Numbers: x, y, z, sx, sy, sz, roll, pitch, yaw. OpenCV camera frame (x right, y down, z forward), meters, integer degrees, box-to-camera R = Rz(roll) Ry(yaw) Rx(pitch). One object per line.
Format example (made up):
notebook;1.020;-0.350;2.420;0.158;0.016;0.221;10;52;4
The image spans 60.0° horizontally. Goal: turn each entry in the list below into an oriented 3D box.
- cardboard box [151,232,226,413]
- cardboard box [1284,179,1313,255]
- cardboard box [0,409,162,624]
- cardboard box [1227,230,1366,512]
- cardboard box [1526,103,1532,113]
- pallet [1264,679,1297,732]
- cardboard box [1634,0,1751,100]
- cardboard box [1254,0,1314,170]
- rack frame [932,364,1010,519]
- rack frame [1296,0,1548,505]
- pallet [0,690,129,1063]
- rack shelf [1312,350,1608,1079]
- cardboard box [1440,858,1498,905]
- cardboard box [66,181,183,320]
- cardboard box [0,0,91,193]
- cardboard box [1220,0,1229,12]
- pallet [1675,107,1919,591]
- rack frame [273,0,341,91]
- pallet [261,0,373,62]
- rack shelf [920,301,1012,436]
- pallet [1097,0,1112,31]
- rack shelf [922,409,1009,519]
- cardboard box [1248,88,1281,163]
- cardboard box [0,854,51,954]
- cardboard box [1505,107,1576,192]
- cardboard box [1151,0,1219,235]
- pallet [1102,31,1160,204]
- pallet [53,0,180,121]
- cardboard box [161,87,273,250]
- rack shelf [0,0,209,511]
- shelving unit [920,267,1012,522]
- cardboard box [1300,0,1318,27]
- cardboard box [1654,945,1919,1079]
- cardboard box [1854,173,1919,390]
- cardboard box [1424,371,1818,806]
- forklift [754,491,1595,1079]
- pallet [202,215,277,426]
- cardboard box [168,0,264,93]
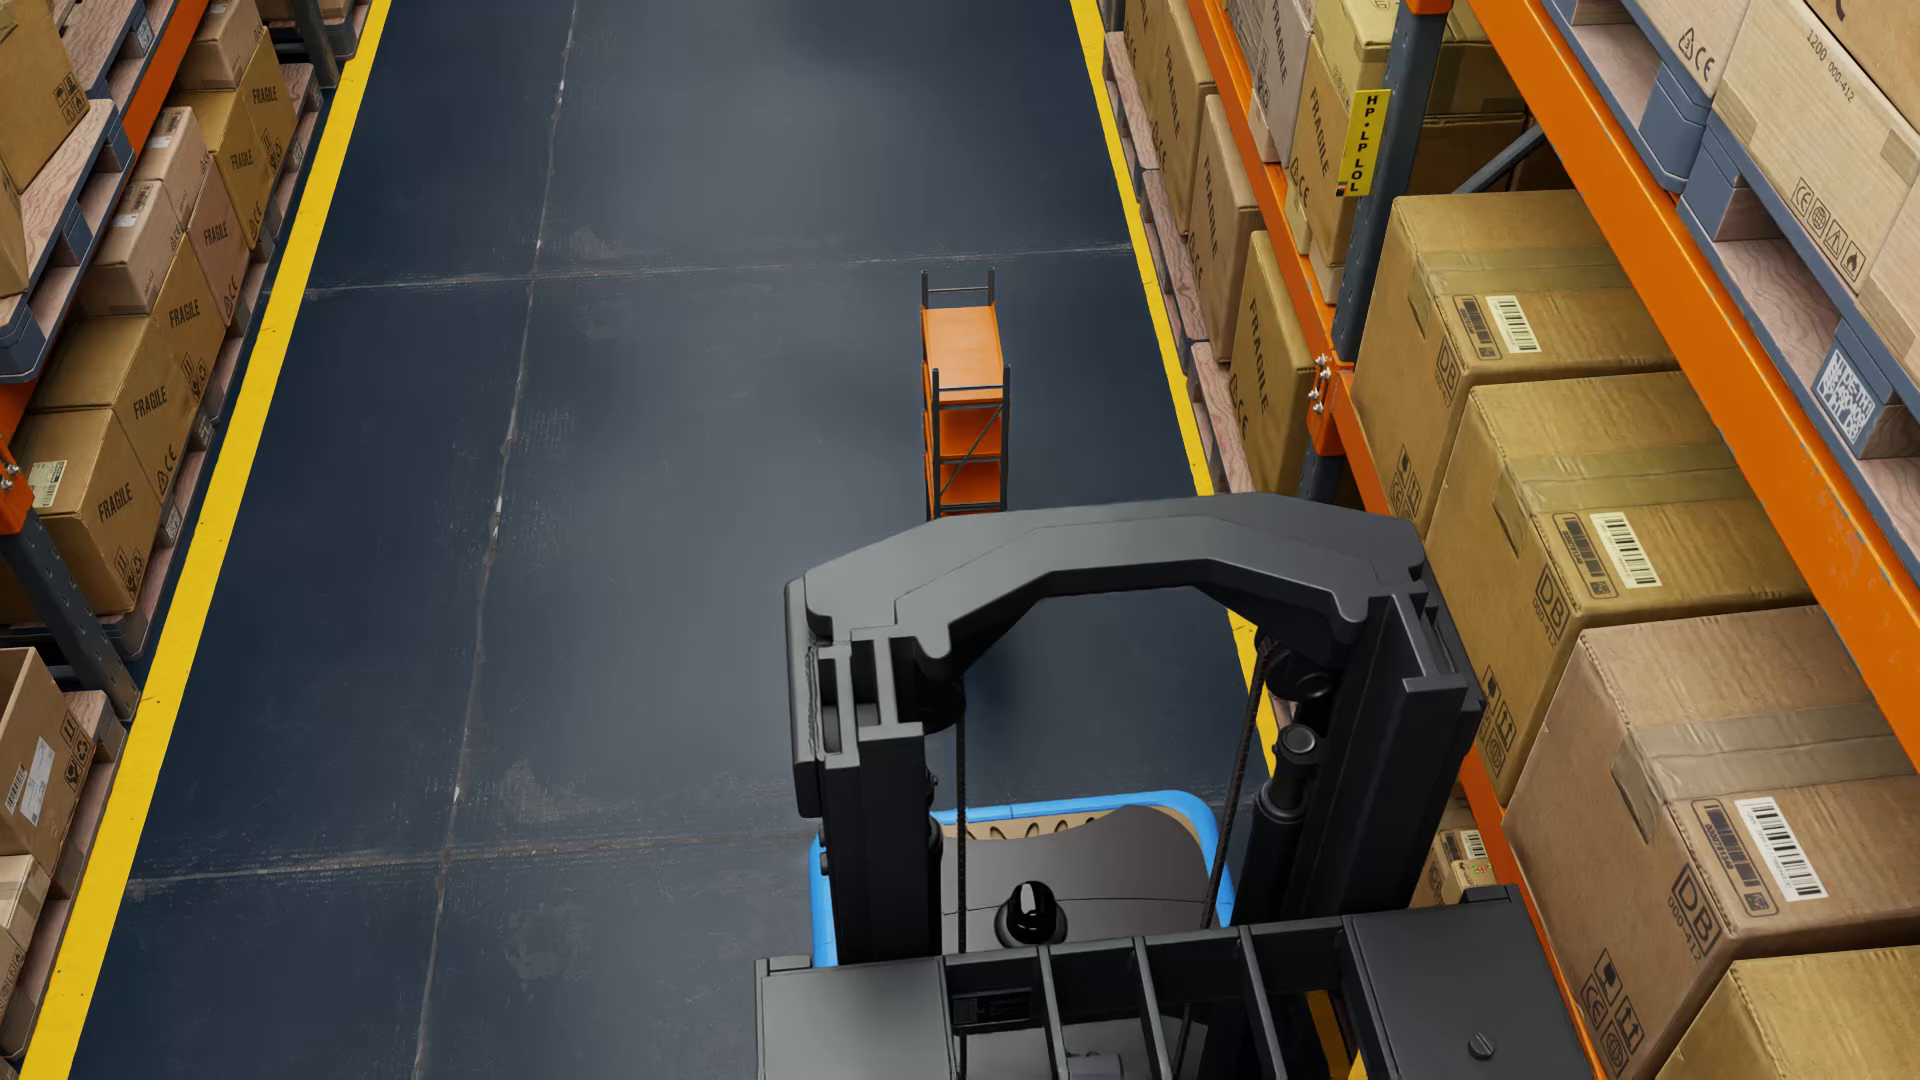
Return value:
cardboard box;-3.206;-0.826;6.385;0.500;0.500;0.500;-3;47;-3
cardboard box;1.263;-1.055;5.342;0.380;0.149;0.250;-3;47;-3
cardboard box;-3.116;-0.078;5.677;0.500;0.500;0.500;-5;47;-5
cardboard box;1.434;-0.593;5.937;0.750;0.750;0.750;-3;47;-3
cardboard box;1.839;-1.476;4.778;0.500;0.250;0.500;-2;47;-2
pallet;1.603;0.788;5.358;1.003;0.211;1.213;-3;47;-3
cardboard box;1.441;-0.999;2.809;0.500;0.250;0.500;-4;47;-4
cardboard box;1.275;-1.556;5.371;0.500;0.500;0.500;-3;47;-3
rack frame;0.034;-0.116;5.534;0.240;1.200;0.015;-3;47;-3
rack frame;1.618;-0.726;4.871;1.000;3.000;0.127;-3;47;-3
pallet;-3.262;1.034;5.126;1.003;0.211;1.213;-3;47;-3
rack shelf;1.785;0.969;3.762;1.077;0.370;4.000;-3;47;-3
cardboard box;1.469;0.950;4.270;0.380;0.149;0.250;-5;47;-4
cardboard box;-3.200;-1.060;6.090;0.500;0.250;0.500;-3;47;-3
cardboard box;-3.256;-1.451;5.200;0.700;0.500;0.500;3;47;3
cardboard box;1.195;-2.281;6.057;0.500;0.500;0.500;-2;47;-2
pallet;1.775;-0.253;2.419;1.003;0.211;1.213;-3;47;-3
rack frame;-3.653;-3.316;7.325;1.000;3.000;0.127;-3;47;-3
pallet;-3.683;-2.955;8.903;1.003;0.211;1.213;-3;47;-3
rack shelf;0.014;-0.563;5.416;0.258;0.148;0.480;-3;47;-3
pallet;1.219;-3.226;9.160;1.003;0.211;1.213;-3;47;-3
rack shelf;0.014;-0.247;5.750;0.258;0.148;0.480;-3;47;-3
cardboard box;1.205;-1.432;5.700;0.380;0.149;0.250;-3;47;-3
cardboard box;-2.897;1.070;4.831;0.380;0.149;0.250;-3;47;-3
cardboard box;1.830;-1.217;5.049;0.500;0.500;0.500;-5;47;-5
cardboard box;1.281;-1.851;7.128;0.750;0.750;0.750;-4;47;-3
pallet;1.274;-2.086;8.080;1.003;0.211;1.213;-3;47;-3
pallet;-3.486;-1.843;6.062;1.003;0.211;1.213;-3;47;-3
cardboard box;-3.298;-1.571;7.090;0.500;0.500;0.500;-5;47;-5
rack shelf;-3.486;-1.622;6.215;1.077;0.370;4.000;-3;47;-3
shelving unit;0.014;-0.293;5.701;0.258;1.200;0.503;-3;47;-3
cardboard box;1.291;-1.820;5.104;0.500;0.250;0.500;-3;47;-2
cardboard box;1.828;1.171;2.868;0.980;0.700;0.700;-4;47;-4
cardboard box;1.534;-0.257;2.107;0.500;0.250;0.500;-5;47;-4
cardboard box;1.703;0.093;3.889;0.980;0.700;0.700;-5;47;-4
forklift;0.289;1.457;2.851;1.130;2.935;3.031;-5;47;-4
pallet;-3.529;-0.934;6.989;1.003;0.211;1.213;-3;47;-3
cardboard box;-3.332;-2.163;7.134;0.500;0.250;0.500;-2;47;-2
